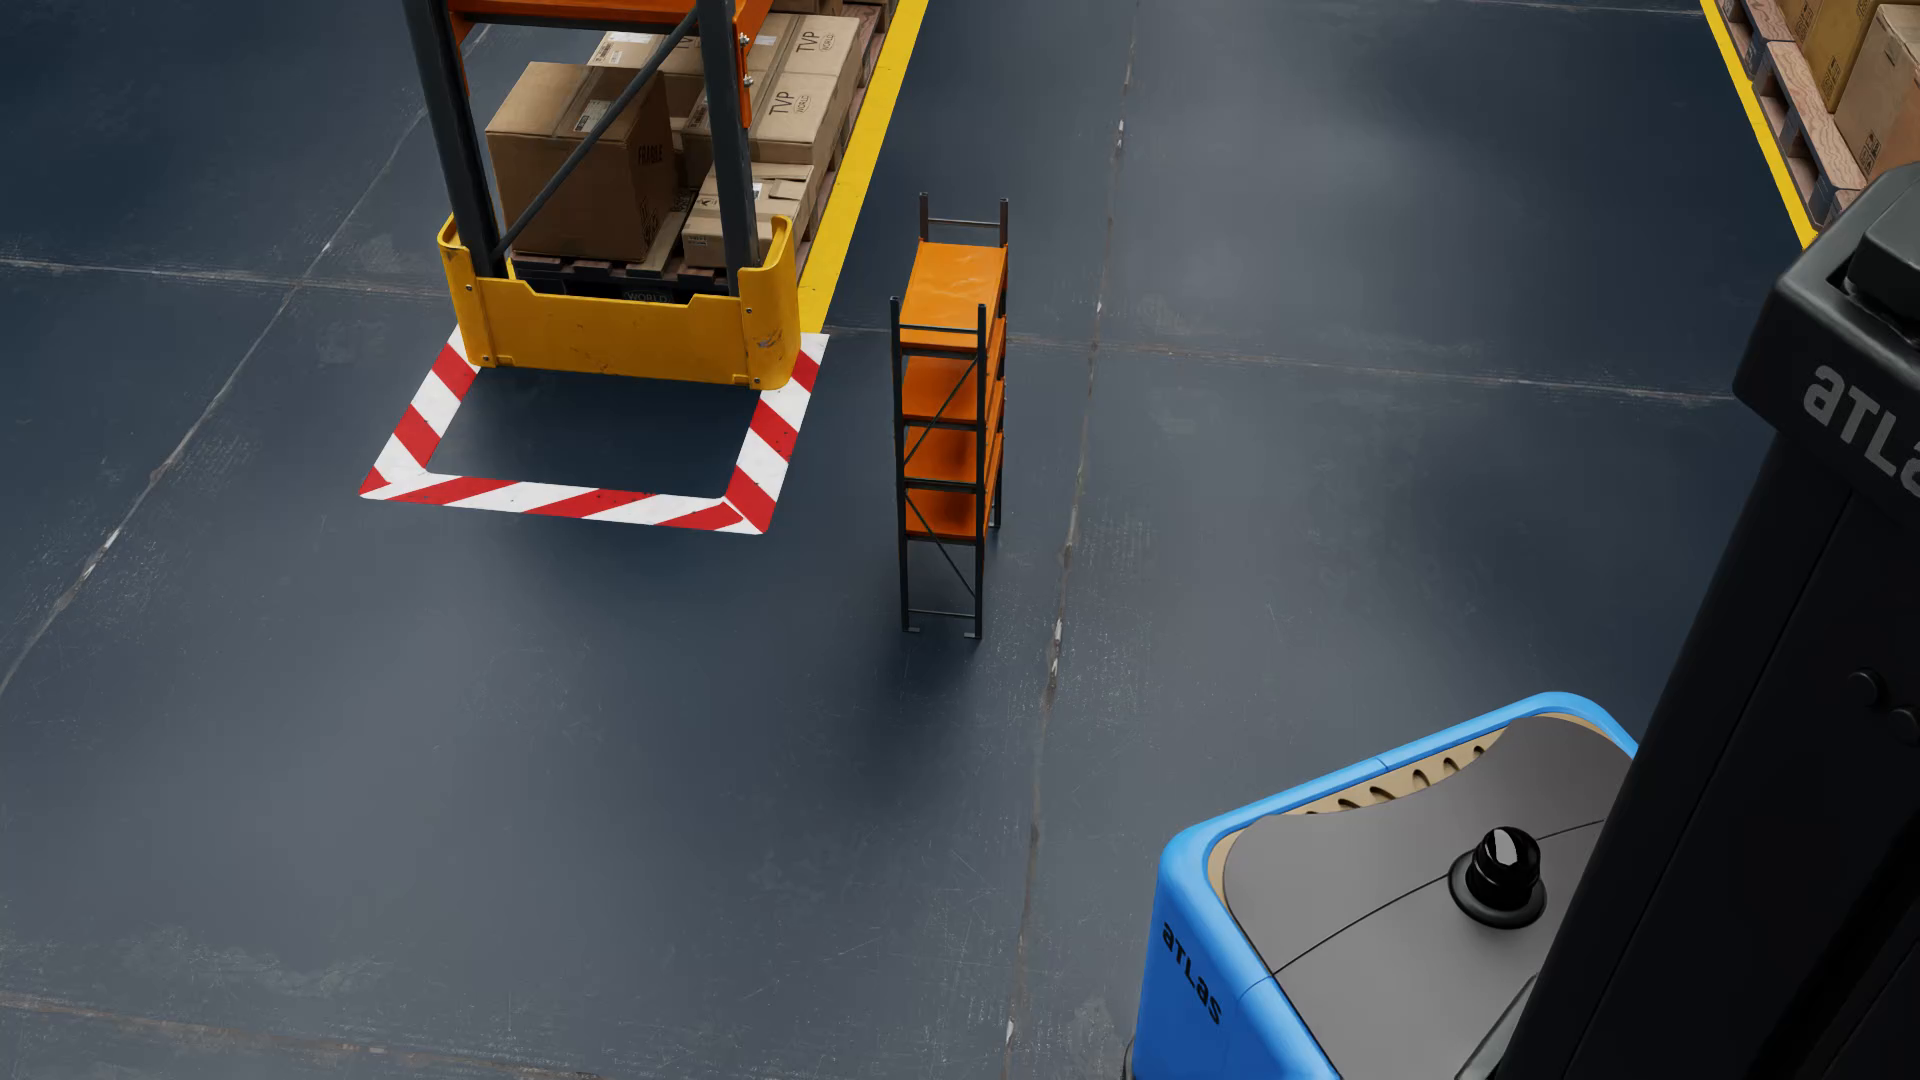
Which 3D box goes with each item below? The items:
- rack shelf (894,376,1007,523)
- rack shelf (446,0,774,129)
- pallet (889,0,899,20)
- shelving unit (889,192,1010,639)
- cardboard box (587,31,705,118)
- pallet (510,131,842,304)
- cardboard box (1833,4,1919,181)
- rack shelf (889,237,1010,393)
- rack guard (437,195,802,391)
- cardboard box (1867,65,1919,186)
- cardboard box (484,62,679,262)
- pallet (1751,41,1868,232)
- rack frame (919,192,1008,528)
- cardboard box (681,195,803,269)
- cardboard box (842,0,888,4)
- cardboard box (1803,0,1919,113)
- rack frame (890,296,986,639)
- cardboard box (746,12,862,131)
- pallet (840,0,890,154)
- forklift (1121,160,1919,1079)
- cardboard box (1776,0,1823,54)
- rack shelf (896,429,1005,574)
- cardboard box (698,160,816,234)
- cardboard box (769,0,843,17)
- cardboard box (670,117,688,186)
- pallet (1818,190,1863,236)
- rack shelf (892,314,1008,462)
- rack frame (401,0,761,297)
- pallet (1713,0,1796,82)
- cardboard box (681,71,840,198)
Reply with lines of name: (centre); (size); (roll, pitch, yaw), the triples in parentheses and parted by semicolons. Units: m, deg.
rack shelf: (-0.022, -0.274, 4.765); (0.258, 0.148, 0.480); (5, 44, 6)
rack shelf: (-0.912, -2.825, 6.575); (1.077, 0.370, 4.000); (5, 44, 6)
pallet: (-0.739, -2.969, 8.232); (1.003, 0.211, 1.213); (5, 44, 6)
shelving unit: (-0.022, -0.323, 4.718); (0.258, 1.200, 0.503); (5, 44, 6)
cardboard box: (-1.193, -1.922, 6.778); (0.500, 0.250, 0.500); (5, 44, 6)
pallet: (-1.062, -1.306, 6.476); (1.003, 0.211, 1.213); (5, 44, 6)
cardboard box: (3.860, -1.690, 6.366); (0.700, 0.500, 0.500); (4, 44, 4)
rack shelf: (-0.022, -0.608, 4.448); (0.258, 0.148, 0.480); (5, 44, 6)
rack guard: (-1.166, -0.867, 5.802); (1.175, 0.500, 0.348); (5, 44, 6)
cardboard box: (3.794, -1.347, 6.004); (0.700, 0.500, 0.500); (5, 44, 5)
cardboard box: (-1.349, -1.368, 6.011); (0.500, 0.500, 0.500); (5, 44, 6)
pallet: (3.926, -1.644, 6.833); (1.003, 0.211, 1.213); (5, 44, 6)
rack frame: (0.010, -0.489, 4.894); (0.240, 1.200, 0.015); (5, 44, 6)
cardboard box: (-0.780, -1.102, 5.986); (0.380, 0.149, 0.250); (5, 44, 6)
cardboard box: (-0.541, -2.708, 7.563); (0.500, 0.311, 0.500); (5, 44, 6)
cardboard box: (3.923, -2.054, 6.751); (0.700, 0.500, 0.500); (6, 44, 6)
rack frame: (-0.054, -0.157, 4.543); (0.240, 1.200, 0.015); (5, 44, 6)
cardboard box: (-0.691, -1.911, 6.766); (0.500, 0.250, 0.500); (5, 44, 6)
pallet: (-0.898, -2.135, 7.351); (1.003, 0.211, 1.213); (5, 44, 6)
forklift: (1.419, 1.064, 1.994); (1.130, 2.935, 3.031); (-17, 46, -17)
cardboard box: (3.993, -2.404, 7.120); (0.700, 0.500, 0.500); (5, 44, 5)
rack shelf: (-0.022, -0.130, 4.901); (0.258, 0.148, 0.480); (5, 44, 6)
cardboard box: (-0.747, -1.279, 6.160); (0.380, 0.166, 0.250); (5, 44, 6)
cardboard box: (-0.891, -2.422, 7.122); (0.797, 0.503, 0.637); (5, 44, 6)
cardboard box: (-1.206, -1.515, 6.409); (0.380, 0.166, 0.250); (5, 44, 6)
pallet: (3.762, -0.815, 5.957); (1.003, 0.211, 1.213); (5, 44, 6)
rack shelf: (-0.022, -0.436, 4.611); (0.258, 0.148, 0.480); (5, 44, 6)
rack frame: (-1.176, -1.723, 4.888); (1.000, 3.000, 0.127); (5, 44, 6)
pallet: (4.085, -2.478, 7.713); (1.003, 0.211, 1.213); (5, 44, 6)
cardboard box: (-0.757, -1.570, 6.406); (0.500, 0.250, 0.500); (5, 44, 6)
